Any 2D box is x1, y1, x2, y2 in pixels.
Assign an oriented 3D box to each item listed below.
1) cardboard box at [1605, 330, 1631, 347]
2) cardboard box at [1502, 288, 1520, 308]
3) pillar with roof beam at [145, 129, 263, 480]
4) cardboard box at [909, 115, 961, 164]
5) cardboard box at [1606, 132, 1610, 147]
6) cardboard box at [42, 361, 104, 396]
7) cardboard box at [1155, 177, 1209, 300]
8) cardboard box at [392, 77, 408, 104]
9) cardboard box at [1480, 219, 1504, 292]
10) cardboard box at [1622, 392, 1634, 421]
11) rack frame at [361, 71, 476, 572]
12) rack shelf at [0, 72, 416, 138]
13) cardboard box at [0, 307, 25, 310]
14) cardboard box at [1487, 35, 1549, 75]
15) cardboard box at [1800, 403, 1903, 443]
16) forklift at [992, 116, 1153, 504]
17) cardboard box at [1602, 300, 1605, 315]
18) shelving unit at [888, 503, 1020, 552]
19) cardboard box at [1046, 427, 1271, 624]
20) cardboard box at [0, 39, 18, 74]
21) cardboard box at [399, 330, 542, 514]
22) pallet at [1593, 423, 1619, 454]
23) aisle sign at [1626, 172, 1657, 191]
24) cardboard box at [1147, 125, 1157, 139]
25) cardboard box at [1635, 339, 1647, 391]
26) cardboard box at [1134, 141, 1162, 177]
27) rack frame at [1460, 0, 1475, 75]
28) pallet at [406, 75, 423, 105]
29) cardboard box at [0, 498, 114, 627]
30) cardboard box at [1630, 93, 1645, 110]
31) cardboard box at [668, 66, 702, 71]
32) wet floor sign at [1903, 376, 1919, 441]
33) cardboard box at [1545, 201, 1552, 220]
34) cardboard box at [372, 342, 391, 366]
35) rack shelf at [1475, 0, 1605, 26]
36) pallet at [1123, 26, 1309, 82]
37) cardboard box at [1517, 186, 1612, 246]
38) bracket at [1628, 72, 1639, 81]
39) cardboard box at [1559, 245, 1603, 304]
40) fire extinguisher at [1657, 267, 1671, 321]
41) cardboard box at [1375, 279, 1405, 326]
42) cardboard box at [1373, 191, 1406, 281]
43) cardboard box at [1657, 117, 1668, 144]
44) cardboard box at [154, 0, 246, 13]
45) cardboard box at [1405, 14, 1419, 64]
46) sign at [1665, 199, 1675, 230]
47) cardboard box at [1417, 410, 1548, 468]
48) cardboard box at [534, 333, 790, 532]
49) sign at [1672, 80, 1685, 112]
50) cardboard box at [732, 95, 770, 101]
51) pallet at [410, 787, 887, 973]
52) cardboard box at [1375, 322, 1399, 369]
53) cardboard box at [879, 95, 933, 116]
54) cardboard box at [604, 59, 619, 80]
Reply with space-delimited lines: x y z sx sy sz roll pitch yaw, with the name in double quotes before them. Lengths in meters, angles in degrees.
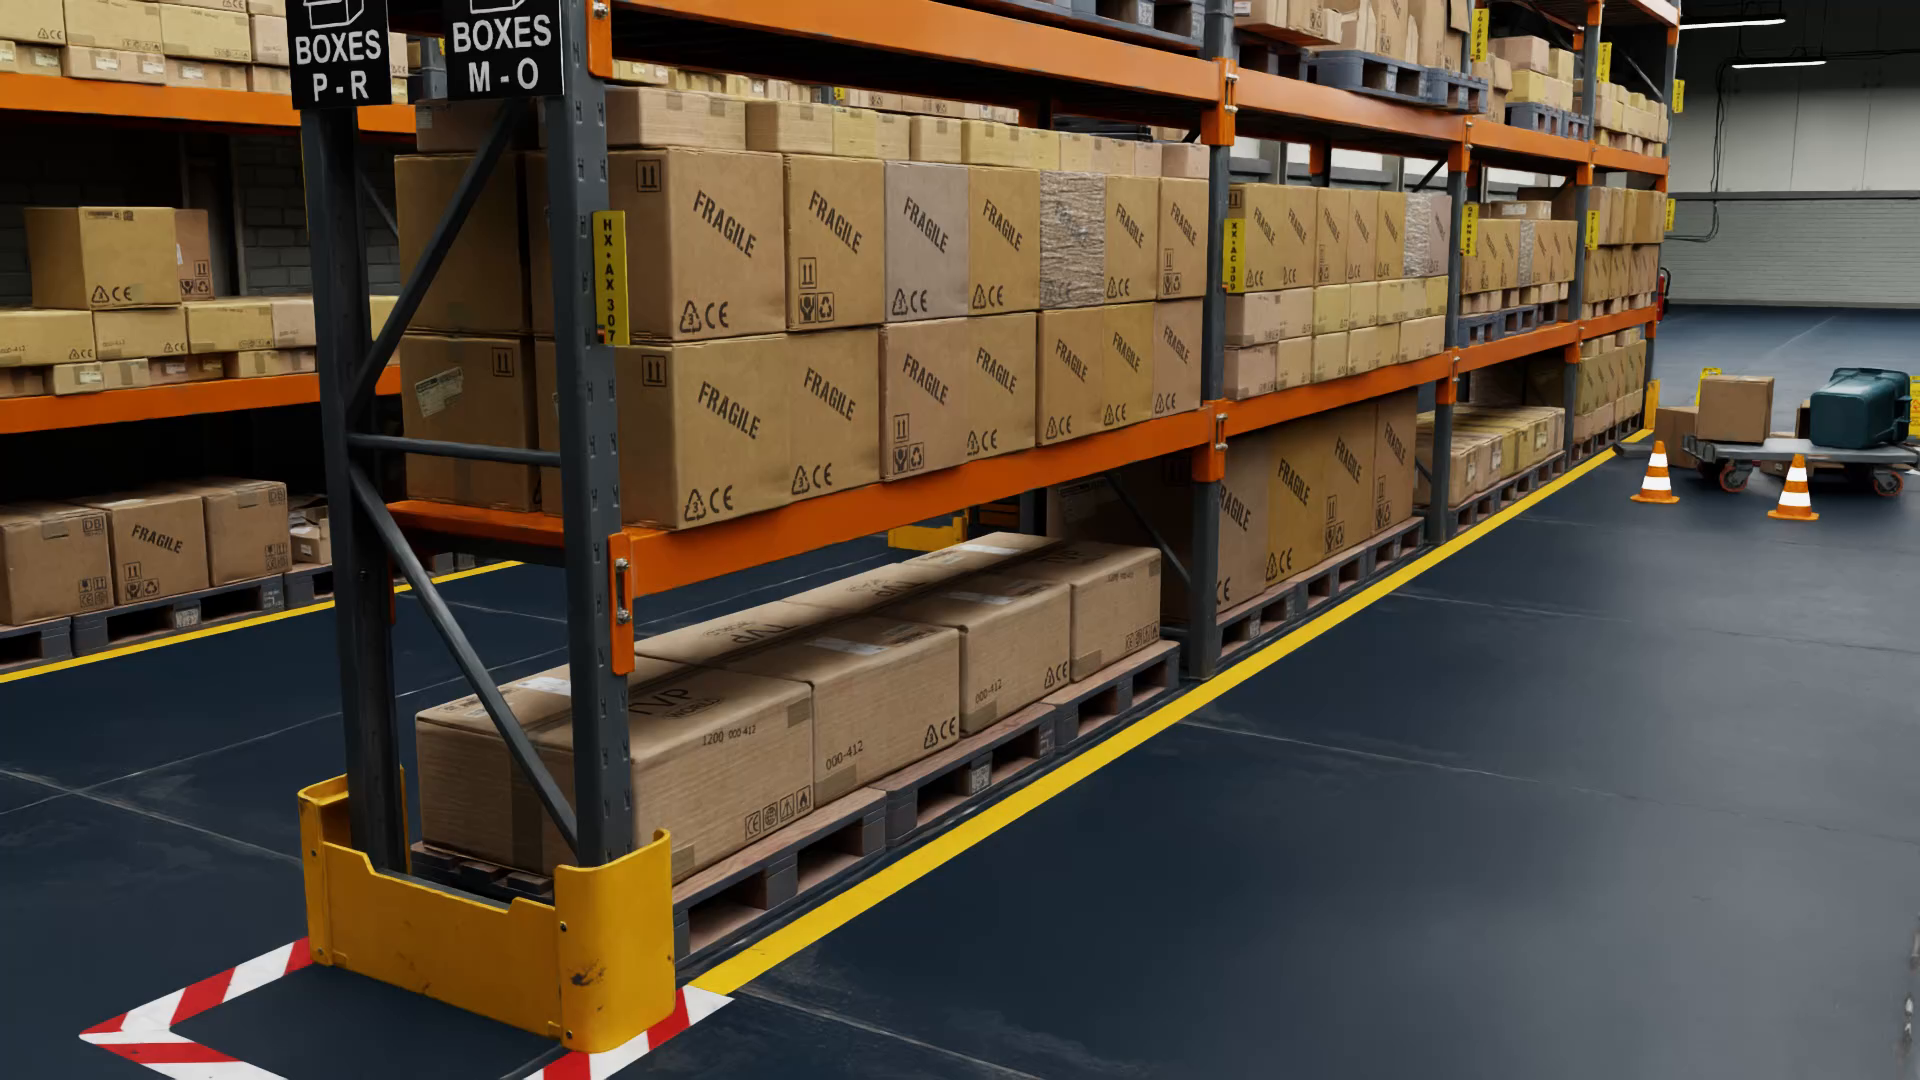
"cardboard box" 6.382 -1.994 16.399 0.380 0.149 0.250 7 13 33
"cardboard box" 4.035 -1.855 12.667 0.380 0.149 0.250 7 13 32
"pillar with roof beam" -0.947 -3.848 7.467 9.100 9.000 0.400 6 12 31
"cardboard box" -0.220 -1.322 5.529 0.380 0.149 0.250 7 12 31
"cardboard box" 5.657 -3.616 15.062 0.380 0.149 0.250 7 13 32
"cardboard box" -4.454 -0.804 8.197 0.380 0.149 0.250 6 12 29
"cardboard box" 0.741 -1.300 7.173 0.500 0.500 0.500 6 12 30
"cardboard box" -3.428 -2.600 9.635 0.380 0.149 0.250 6 12 30
"cardboard box" 3.523 -2.022 11.798 0.500 0.500 0.500 7 13 34
"cardboard box" 6.515 -1.369 16.859 0.500 0.250 0.500 6 12 31
"rack frame" -3.494 -1.334 10.341 1.000 3.000 0.127 6 12 31
"rack shelf" -4.533 -2.140 8.451 1.077 0.370 4.000 6 12 31
"cardboard box" -5.029 -1.033 8.335 0.500 0.250 0.500 7 13 32
"cardboard box" 4.200 -3.705 12.765 0.500 0.250 0.500 7 12 32
"cardboard box" 8.232 -1.002 15.354 0.797 0.503 0.637 -2 11 -9
"forklift" 1.250 -1.876 13.427 1.130 2.935 3.031 6 12 27
"cardboard box" 5.810 -2.184 15.563 0.380 0.149 0.250 6 12 30
"shelving unit" 0.040 -0.749 11.295 0.587 1.500 1.083 6 12 31
"cardboard box" 1.004 -0.127 8.530 0.875 0.875 0.875 7 13 32
"cardboard box" -4.598 -2.237 7.698 0.380 0.149 0.250 6 12 31
"cardboard box" -1.302 -0.381 4.982 0.500 0.500 0.500 6 12 31
"pallet" 5.854 -1.049 16.400 1.003 0.211 1.213 6 12 31
"aisle sign" 7.260 -4.007 17.557 0.394 0.787 0.004 6 12 31
"cardboard box" 1.761 -4.669 18.311 0.797 0.503 0.637 7 13 33
"cardboard box" 6.787 -1.820 17.231 0.500 0.500 0.500 6 12 31
"cardboard box" 0.632 -1.610 7.063 0.380 0.149 0.250 7 13 32
"rack frame" 2.827 -4.438 10.619 1.000 3.000 0.127 6 12 31
"pallet" -3.096 -2.812 10.594 1.213 0.211 1.003 6 12 31
"cardboard box" -4.695 0.100 8.336 0.700 0.500 0.500 7 13 33
"cardboard box" 6.289 -4.164 15.826 0.380 0.149 0.250 7 13 32
"cardboard box" -2.017 -3.419 11.845 0.380 0.149 0.250 6 12 31
"wet floor sign" 9.586 -1.327 16.702 0.267 0.644 0.232 4 11 21
"cardboard box" 4.510 -2.635 13.308 0.380 0.149 0.250 6 12 29
"cardboard box" -3.561 -1.093 9.738 0.380 0.149 0.250 7 13 32
"rack shelf" 3.865 -4.202 12.403 1.077 0.370 4.000 6 12 31
"pallet" 1.184 -2.389 8.348 0.805 0.209 1.217 6 12 28
"cardboard box" 5.317 -2.854 14.662 0.700 0.500 0.500 6 12 30
"bracket" 18.929 -13.038 46.774 0.235 0.232 0.430 6 12 31
"cardboard box" 5.370 -2.356 14.723 0.500 0.500 0.500 6 12 31
"fire extinguisher" 7.433 -2.683 17.760 0.296 0.674 0.183 6 12 31
"cardboard box" 2.281 -1.397 9.730 0.500 0.250 0.500 6 12 29
"cardboard box" 2.259 -1.765 9.653 0.500 0.500 0.500 6 12 31
"cardboard box" 6.945 -4.188 17.035 0.500 0.250 0.500 6 12 30
"cardboard box" -4.077 -2.864 8.606 0.500 0.250 0.500 7 12 32
"cardboard box" 2.411 -2.854 9.534 0.396 0.266 0.258 6 12 29
"sign" 7.444 -3.416 17.456 0.100 0.325 0.005 6 12 31
"cardboard box" 4.263 -0.837 13.687 0.950 0.372 0.625 7 13 34
"cardboard box" -0.832 -0.328 4.698 0.500 0.500 0.500 6 12 30
"sign" 7.444 -4.601 17.235 0.100 0.325 0.005 6 12 31
"cardboard box" -1.737 -3.180 12.461 0.500 0.250 0.500 6 12 31
"pallet" -0.978 1.006 5.419 1.003 0.211 1.213 6 12 31
"cardboard box" 2.259 -1.152 9.776 0.500 0.250 0.500 6 12 30
"cardboard box" -0.657 -3.921 14.327 0.700 0.500 0.500 6 12 30
"cardboard box" -2.471 -3.110 10.948 0.380 0.149 0.250 6 12 30
